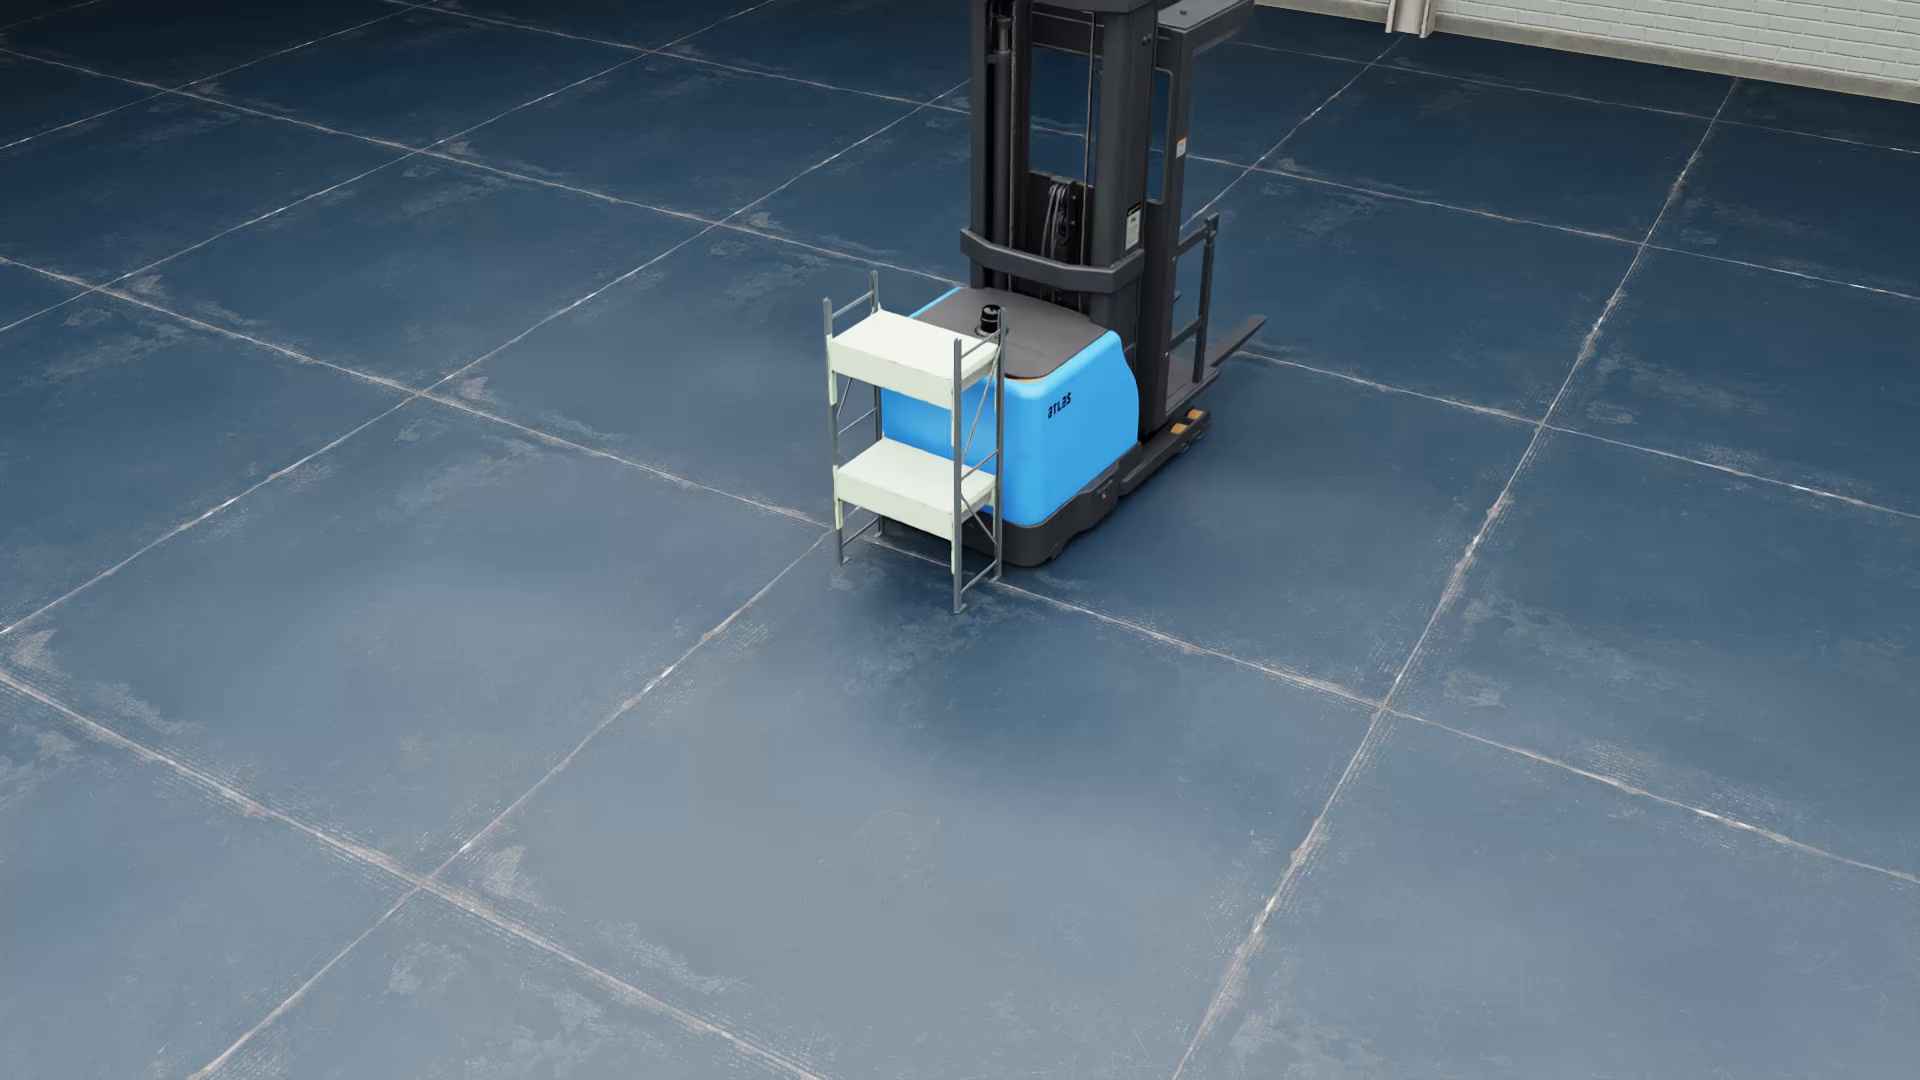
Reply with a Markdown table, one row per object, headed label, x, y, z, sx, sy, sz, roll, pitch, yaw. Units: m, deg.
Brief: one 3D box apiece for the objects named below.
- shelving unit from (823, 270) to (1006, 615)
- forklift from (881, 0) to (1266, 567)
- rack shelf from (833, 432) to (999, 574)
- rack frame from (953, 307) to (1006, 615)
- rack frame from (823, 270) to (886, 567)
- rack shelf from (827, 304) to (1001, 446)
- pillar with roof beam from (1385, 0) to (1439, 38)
| label | x | y | z | sx | sy | sz | roll | pitch | yaw |
| --- | --- | --- | --- | --- | --- | --- | --- | --- | --- |
| shelving unit | -0.213 | -0.465 | 8.095 | 0.755 | 1.500 | 0.431 | 21 | 39 | 28 |
| forklift | 0.794 | -1.857 | 8.894 | 1.130 | 2.935 | 3.031 | 21 | 39 | 28 |
| rack shelf | -0.213 | -0.194 | 8.276 | 0.720 | 0.370 | 0.431 | 21 | 39 | 28 |
| rack frame | 0.090 | -0.351 | 7.925 | 0.023 | 1.500 | 0.400 | 21 | 39 | 28 |
| rack frame | -0.516 | -0.579 | 8.266 | 0.023 | 1.500 | 0.400 | 21 | 39 | 28 |
| rack shelf | -0.213 | -0.790 | 7.879 | 0.720 | 0.370 | 0.431 | 21 | 39 | 28 |
| pillar with roof beam | 2.244 | -6.634 | 10.594 | 0.400 | 9.000 | 9.100 | 18 | 37 | 24 |
